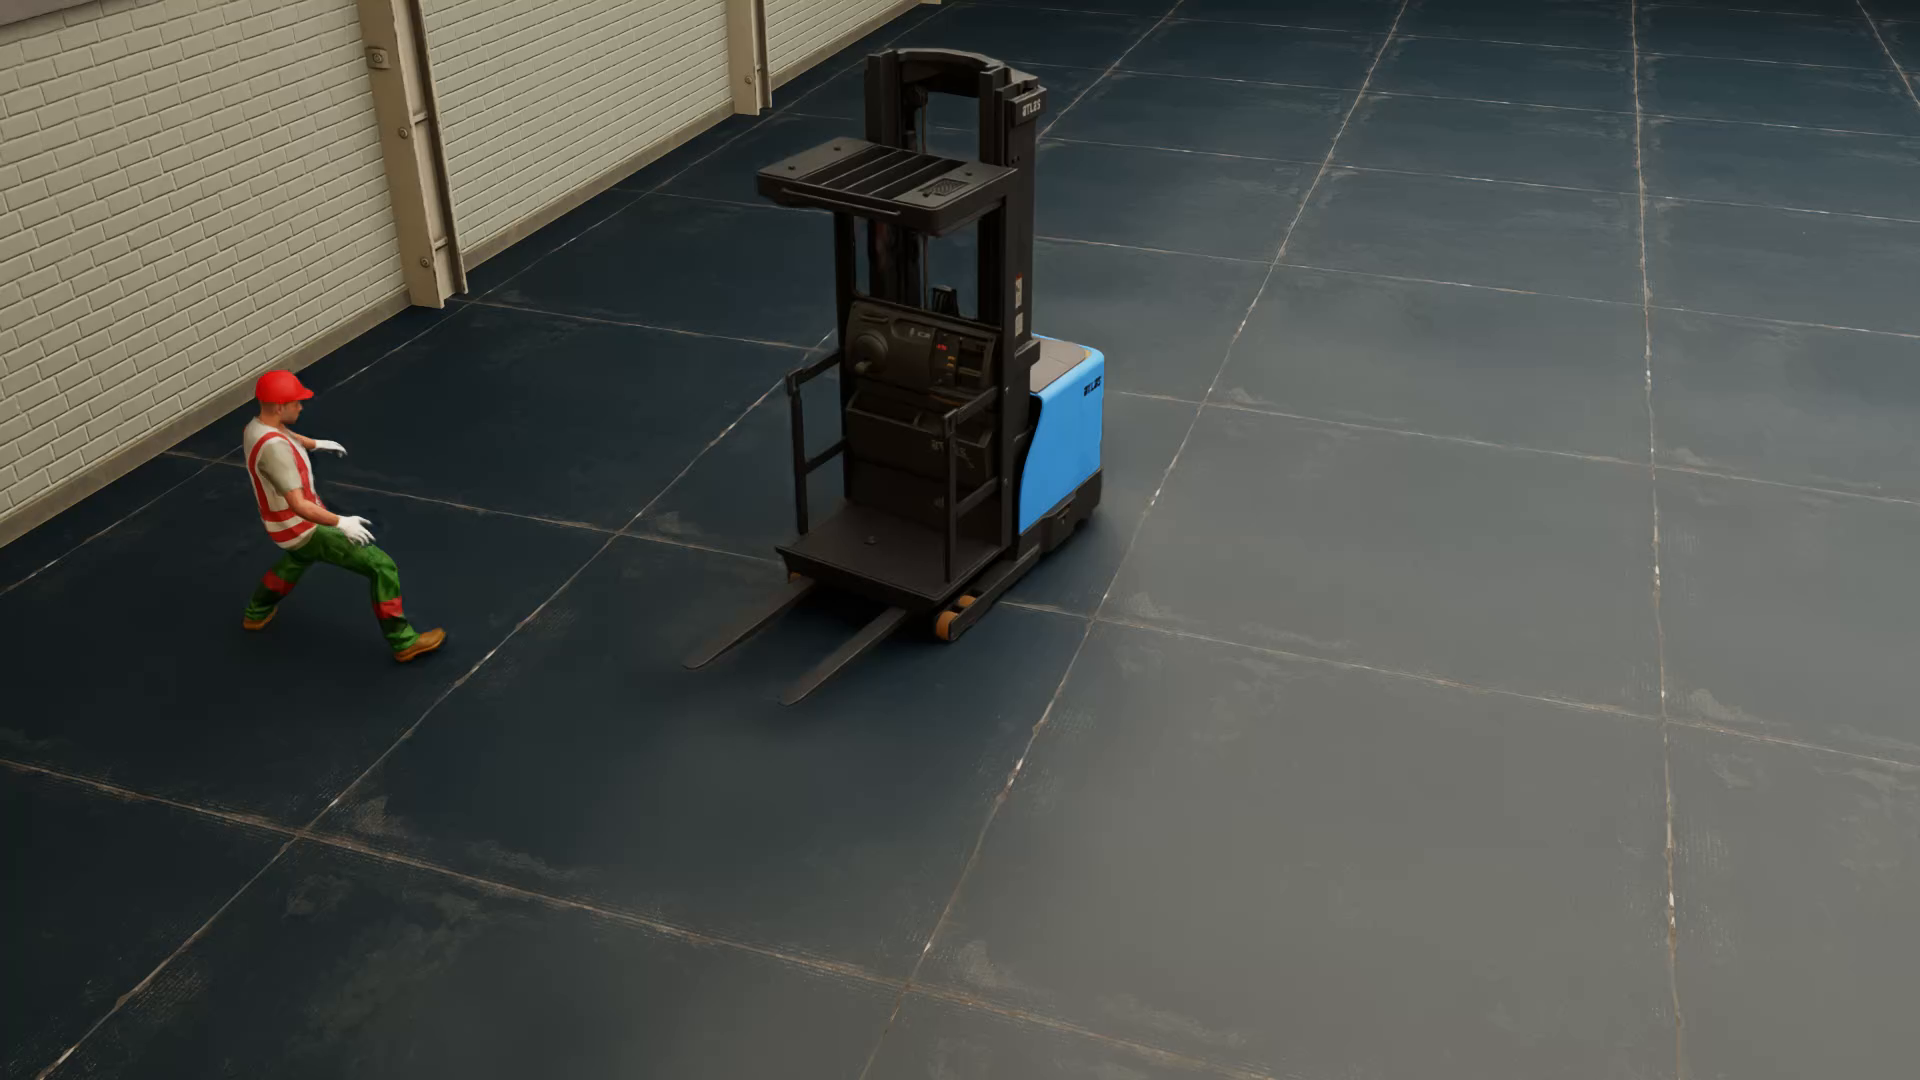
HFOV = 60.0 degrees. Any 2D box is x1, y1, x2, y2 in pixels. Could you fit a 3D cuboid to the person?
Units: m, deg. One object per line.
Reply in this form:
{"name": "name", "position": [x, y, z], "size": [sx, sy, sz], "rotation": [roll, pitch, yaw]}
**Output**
{"name": "person", "position": [-3.412, -0.167, 8.812], "size": [0.943, 1.626, 1.011], "rotation": [-16, 33, -25]}

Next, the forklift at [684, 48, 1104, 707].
{"name": "forklift", "position": [-0.332, -0.983, 8.860], "size": [1.130, 2.935, 3.031], "rotation": [17, 34, 27]}
